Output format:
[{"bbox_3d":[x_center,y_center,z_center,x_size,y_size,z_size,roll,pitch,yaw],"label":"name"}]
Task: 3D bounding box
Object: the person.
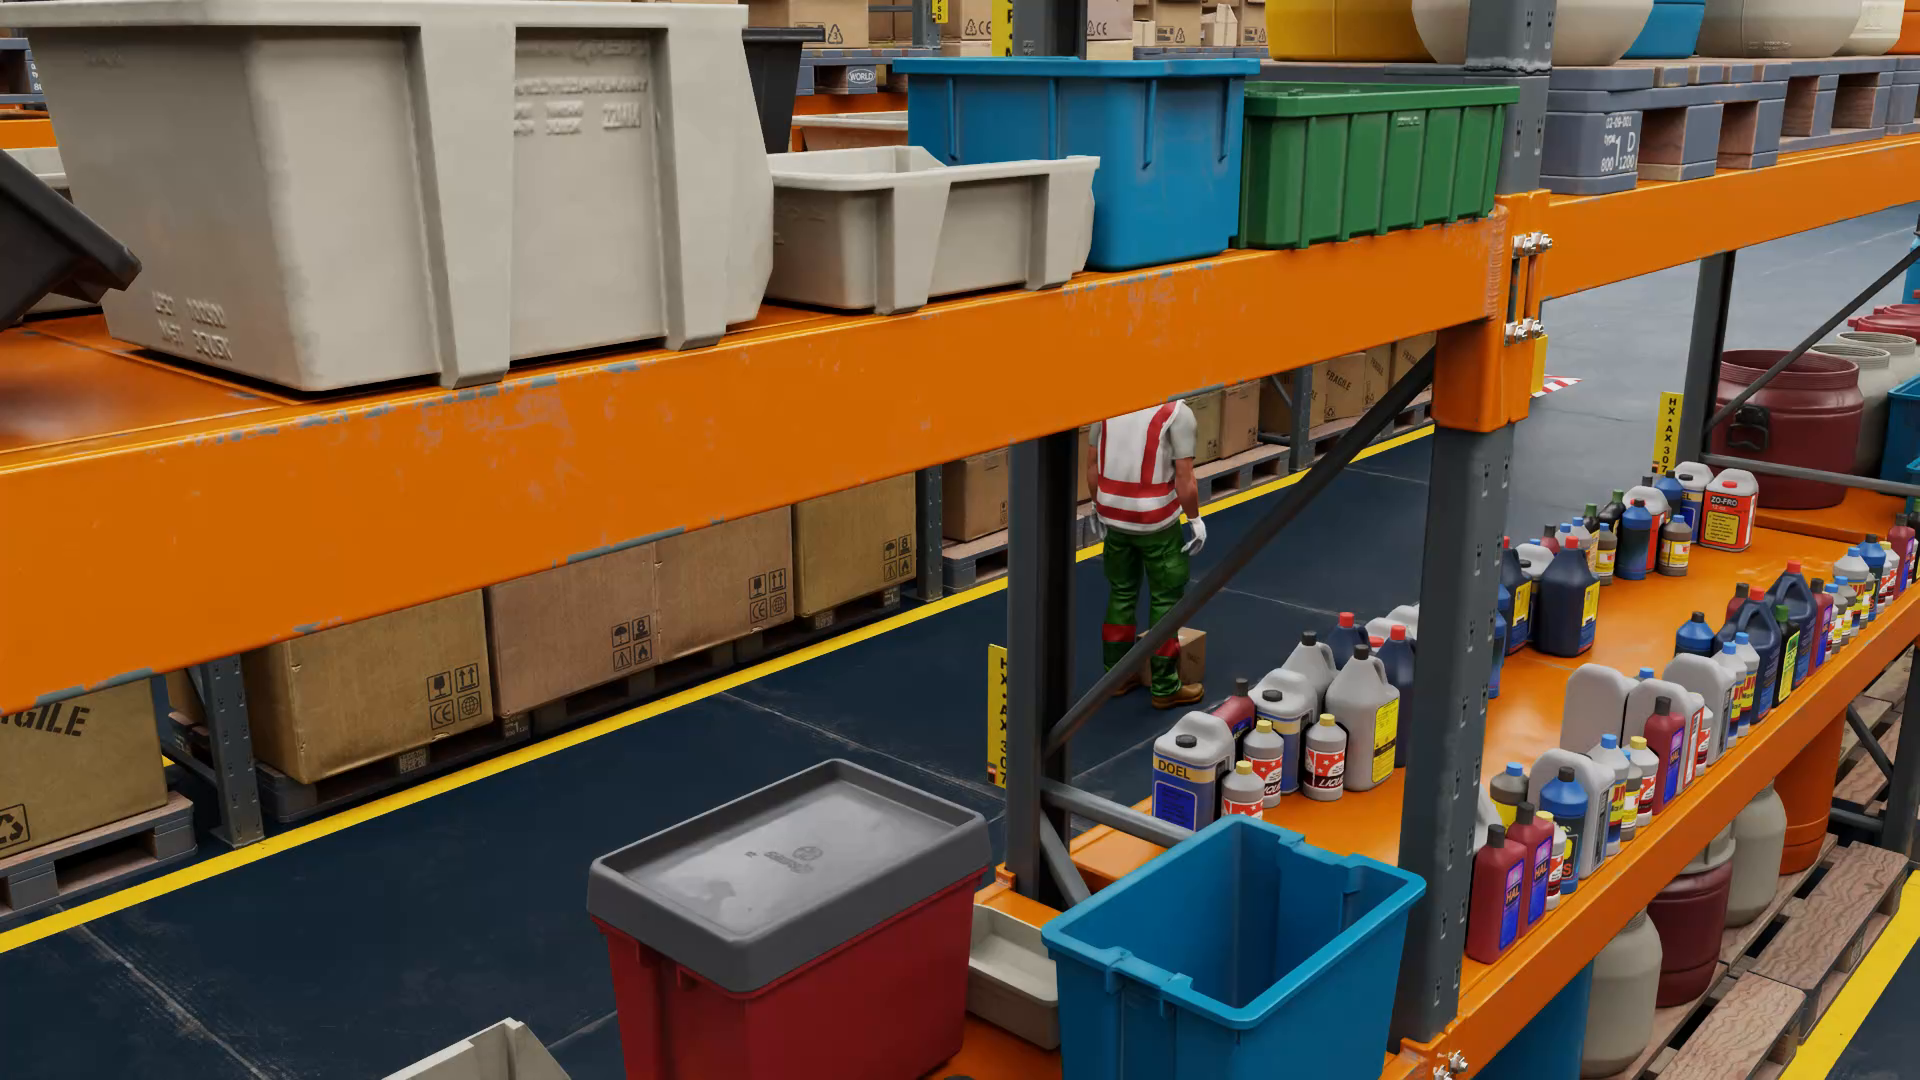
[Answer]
[{"bbox_3d":[0.875,-0.104,7.860,0.620,1.780,0.446,13,21,37],"label":"person"}]
